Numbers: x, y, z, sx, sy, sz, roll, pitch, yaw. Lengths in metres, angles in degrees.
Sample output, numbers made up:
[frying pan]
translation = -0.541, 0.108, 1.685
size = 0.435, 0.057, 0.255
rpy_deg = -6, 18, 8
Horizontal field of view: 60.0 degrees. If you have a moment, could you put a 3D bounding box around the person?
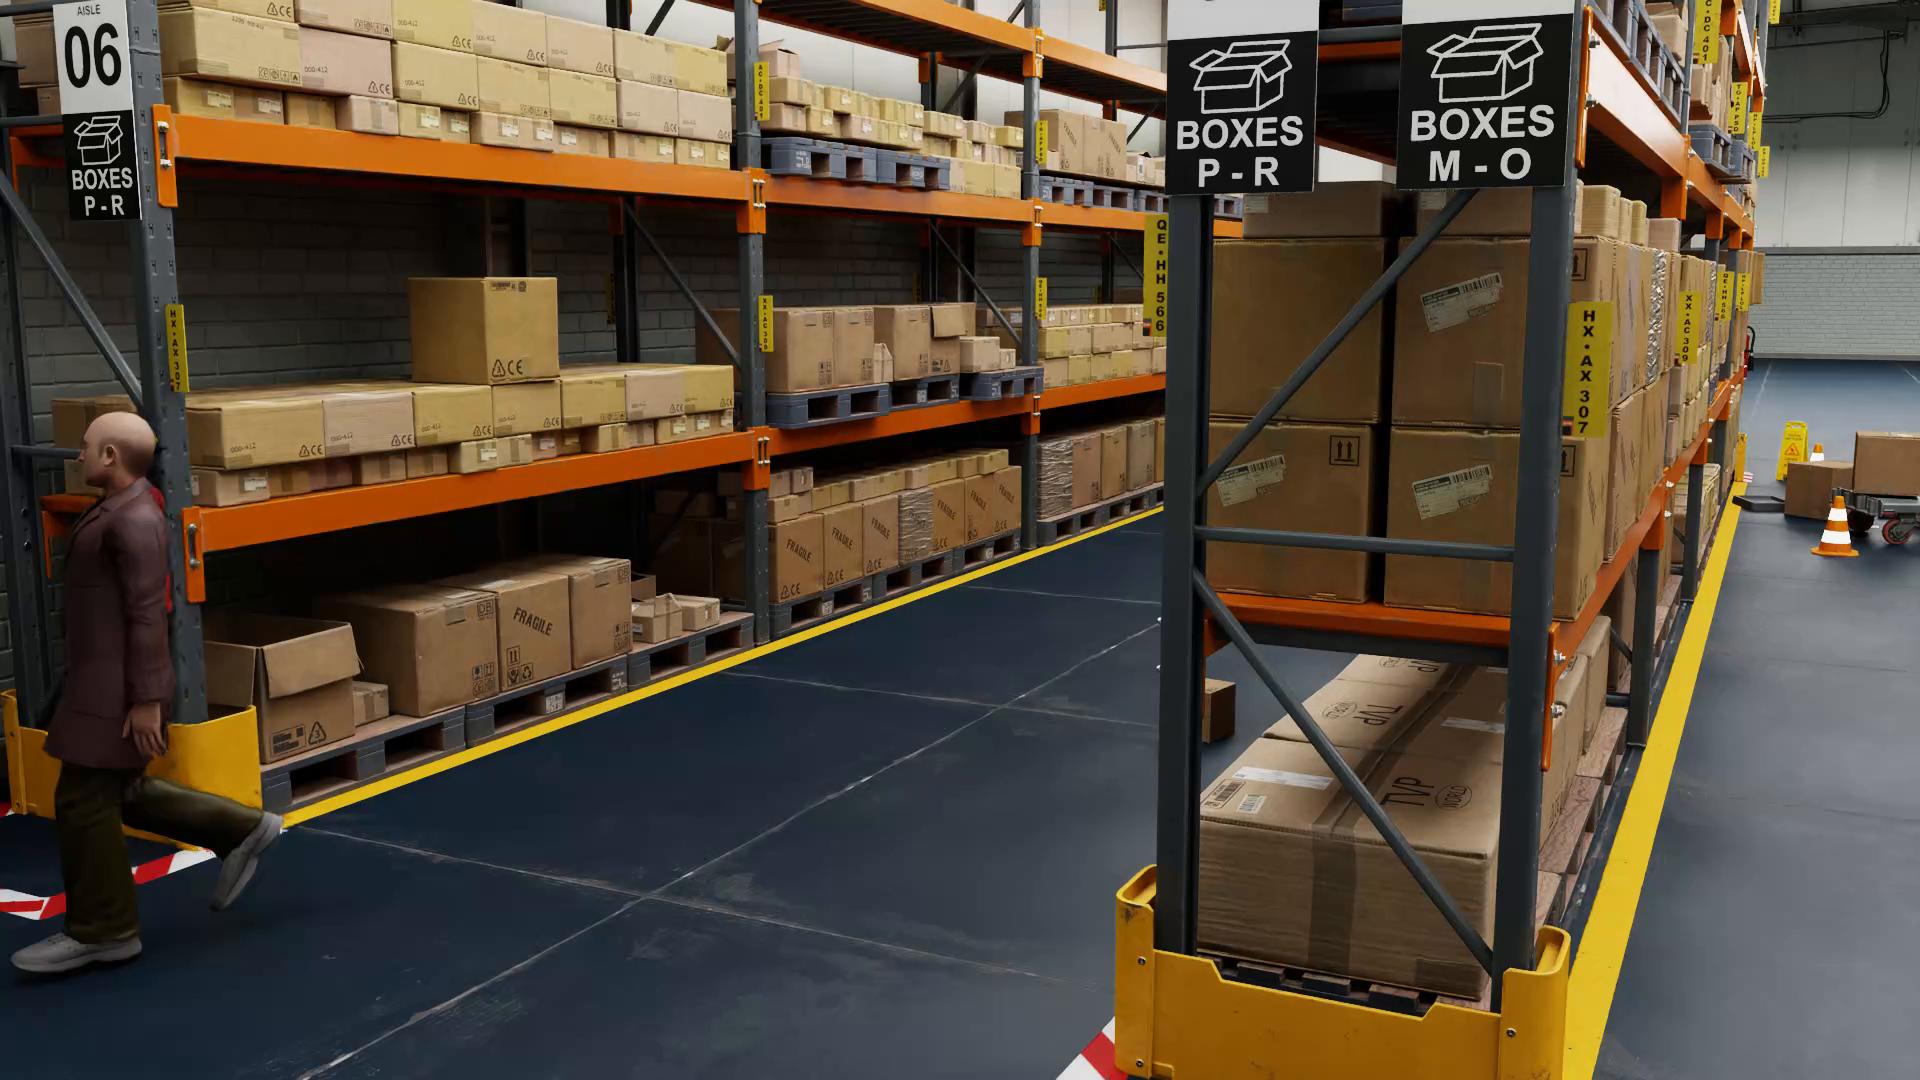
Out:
[person]
translation = -2.661, 0.463, 5.383
size = 0.843, 1.752, 0.615
rpy_deg = -5, 10, -28
